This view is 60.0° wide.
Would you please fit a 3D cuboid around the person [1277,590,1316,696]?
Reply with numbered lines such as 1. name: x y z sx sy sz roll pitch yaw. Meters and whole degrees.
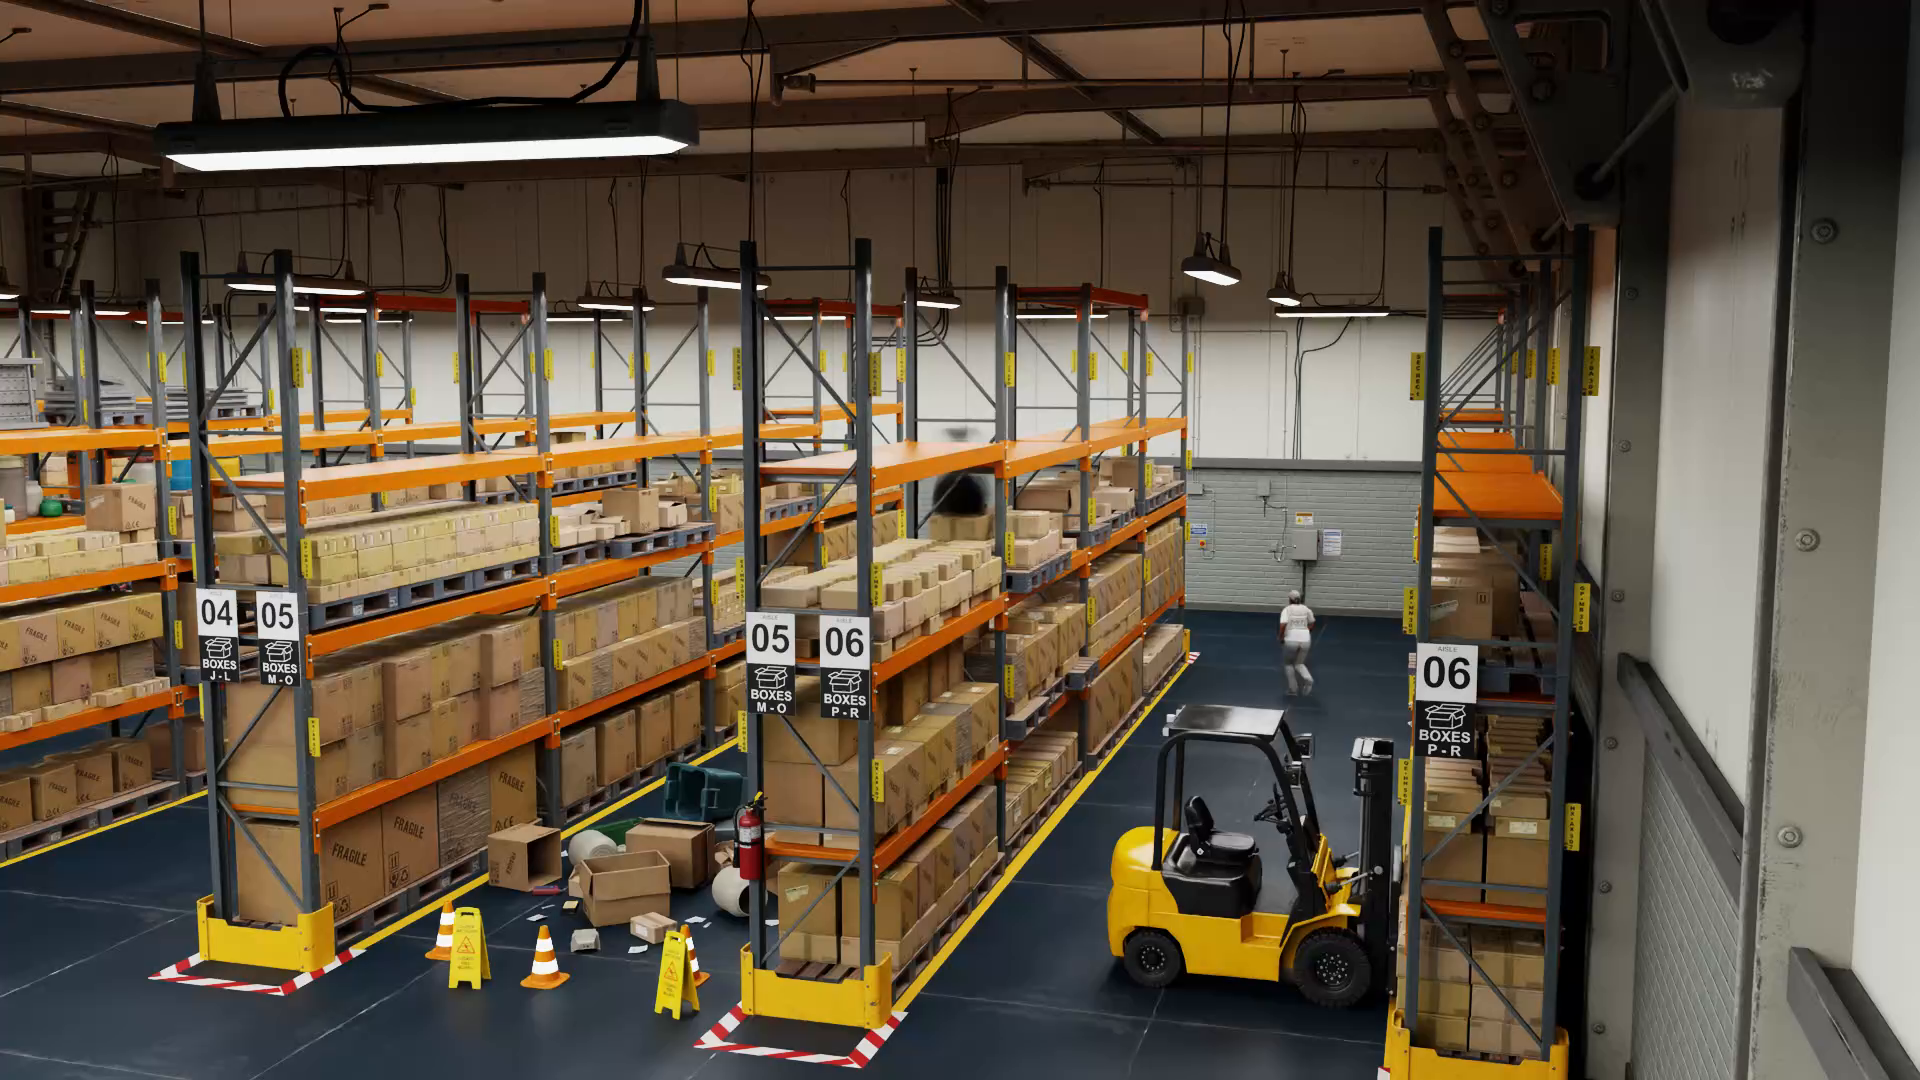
1. person: 5.106 1.573 25.132 0.608 1.612 0.652 -1 7 -13
